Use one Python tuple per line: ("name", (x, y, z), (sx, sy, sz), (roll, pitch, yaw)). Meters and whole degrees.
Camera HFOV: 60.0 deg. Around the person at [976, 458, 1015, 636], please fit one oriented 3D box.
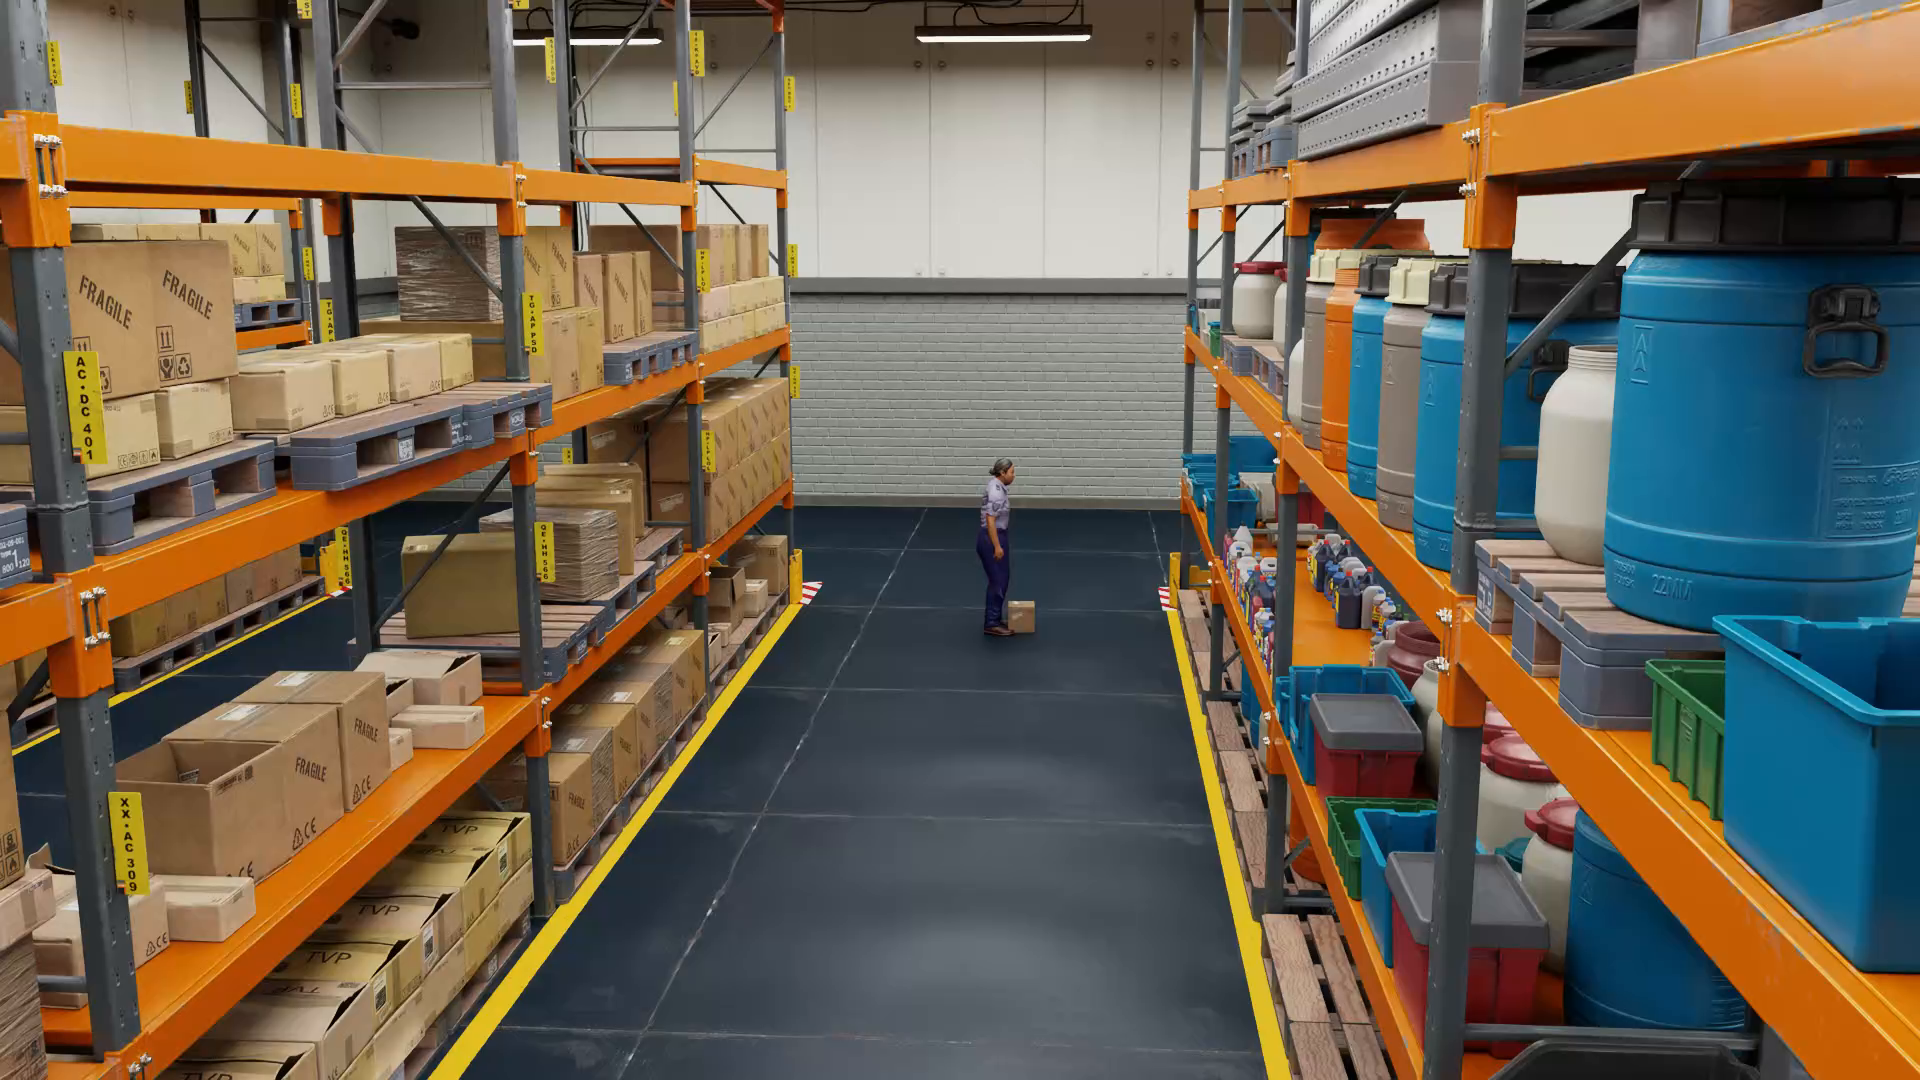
("person", (0.343, 0.046, 15.712), (0.373, 1.651, 0.537), (1, 11, 3))
